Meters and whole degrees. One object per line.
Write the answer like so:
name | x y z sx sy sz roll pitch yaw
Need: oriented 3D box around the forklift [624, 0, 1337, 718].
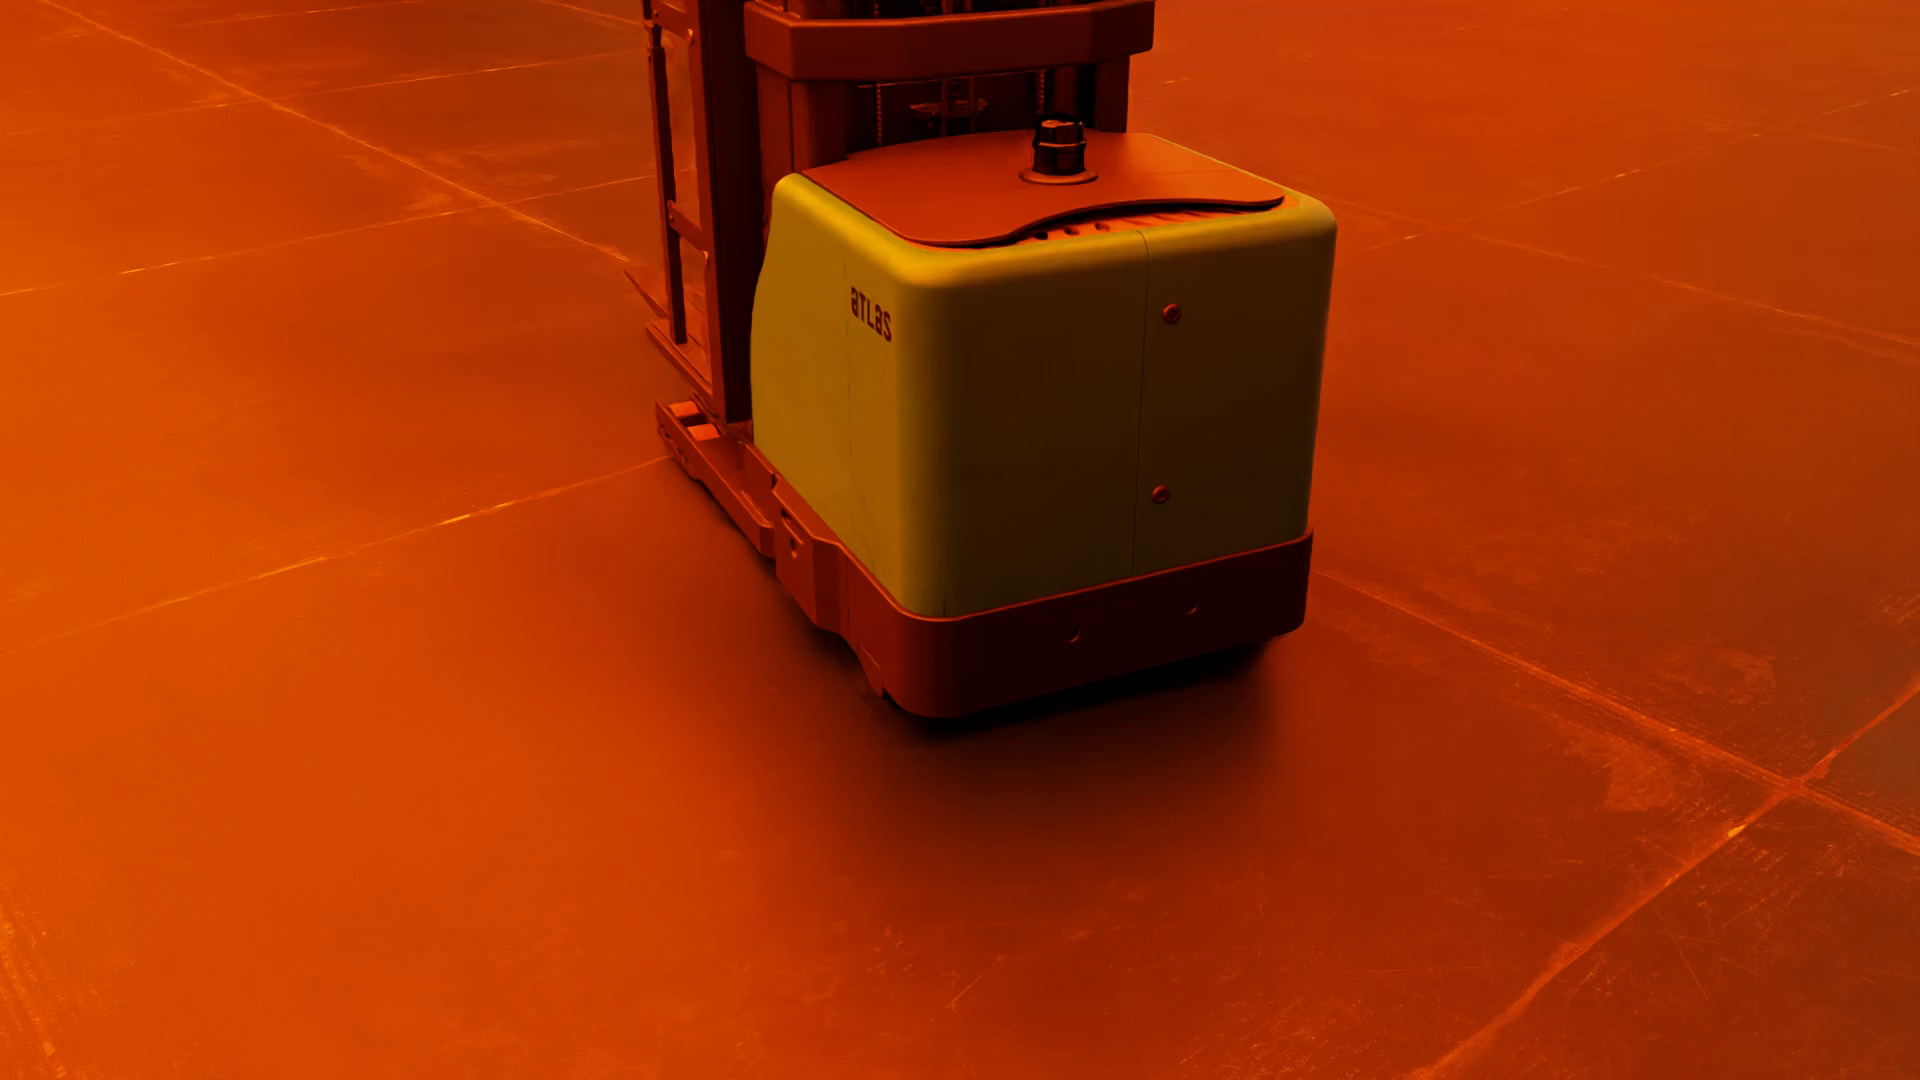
forklift | -0.261 -1.558 4.344 1.130 2.935 3.031 -12 29 -22
